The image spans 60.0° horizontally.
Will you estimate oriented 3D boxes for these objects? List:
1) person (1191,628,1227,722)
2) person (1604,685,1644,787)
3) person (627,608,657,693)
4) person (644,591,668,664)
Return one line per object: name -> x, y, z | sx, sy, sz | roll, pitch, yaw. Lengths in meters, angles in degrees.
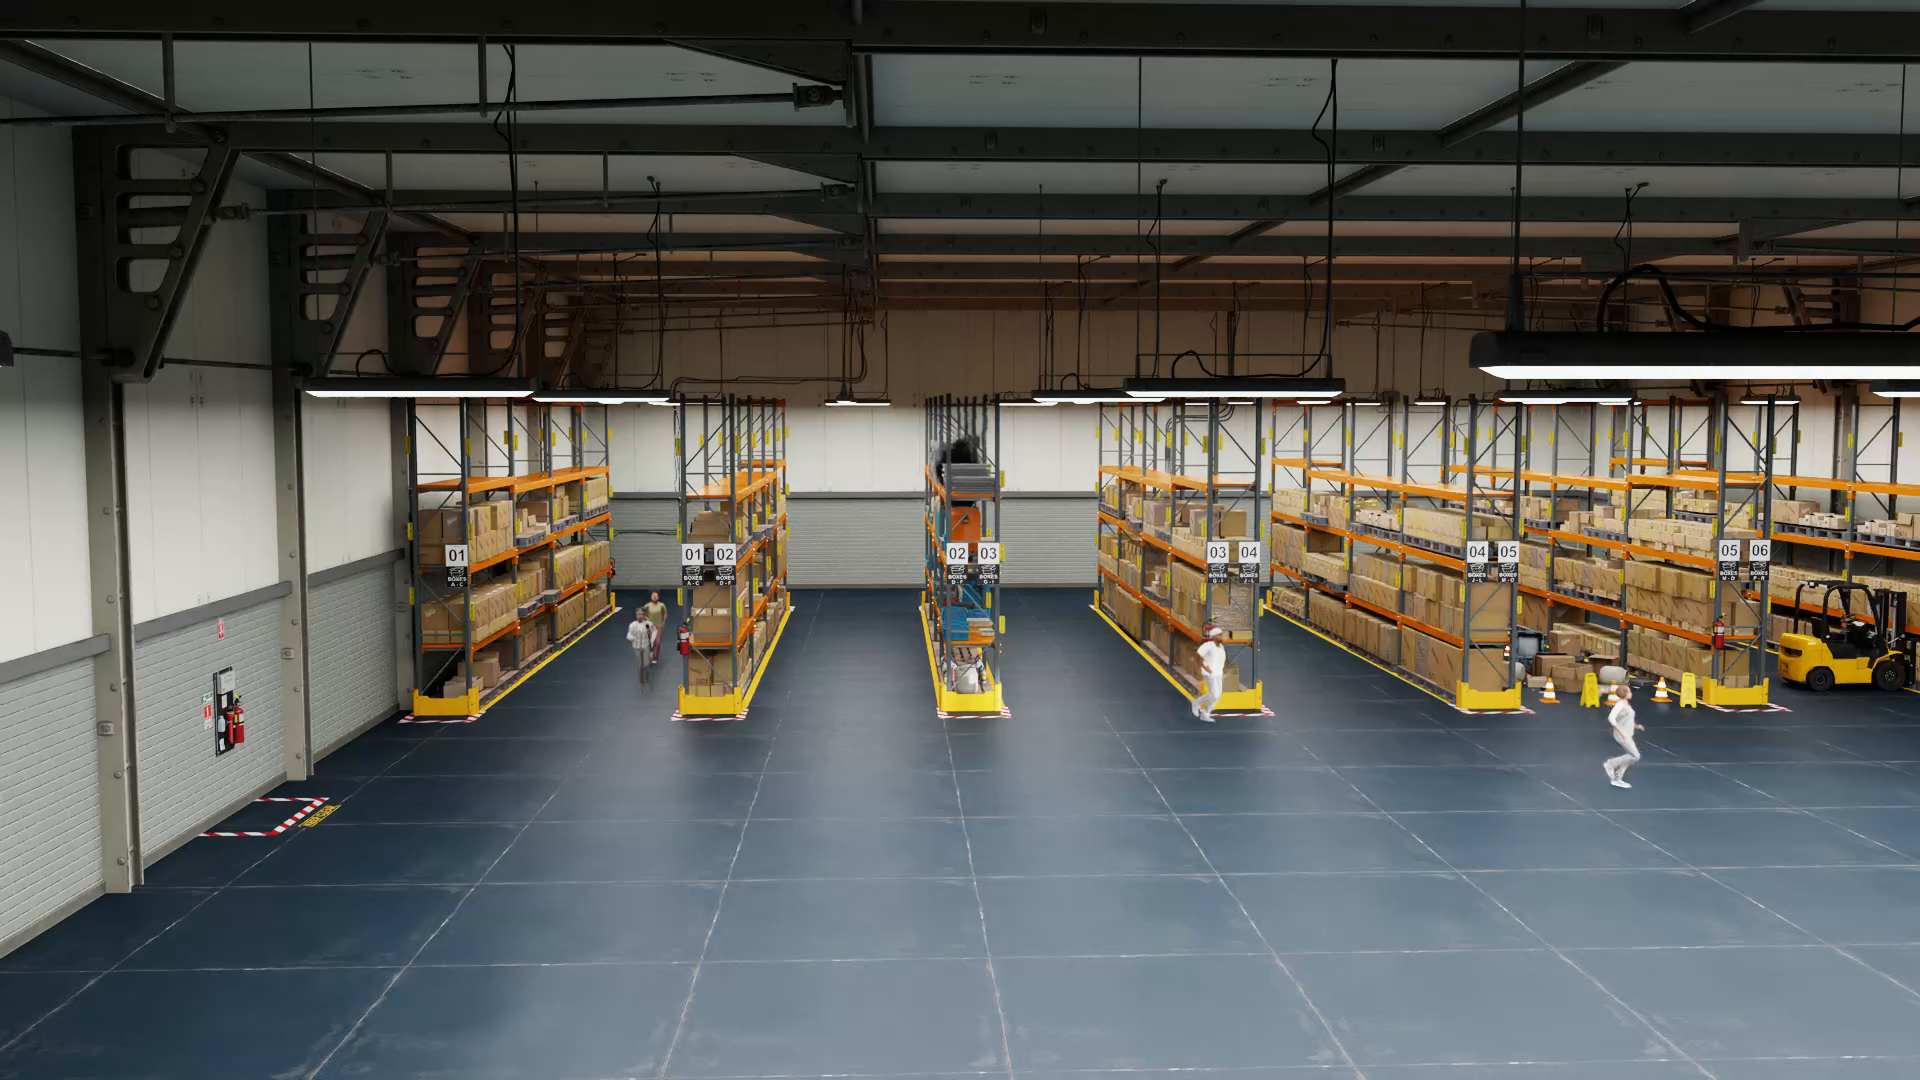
person -> 4.624, 2.462, 30.548 | 0.562, 1.711, 0.707 | 4, 6, 43
person -> 10.051, 2.974, 25.151 | 0.539, 1.545, 0.542 | 3, 5, 30
person -> -6.447, 2.227, 33.704 | 0.590, 1.740, 0.726 | 0, 5, -5
person -> -6.853, 1.956, 37.393 | 0.566, 1.624, 0.546 | -1, 5, -12
